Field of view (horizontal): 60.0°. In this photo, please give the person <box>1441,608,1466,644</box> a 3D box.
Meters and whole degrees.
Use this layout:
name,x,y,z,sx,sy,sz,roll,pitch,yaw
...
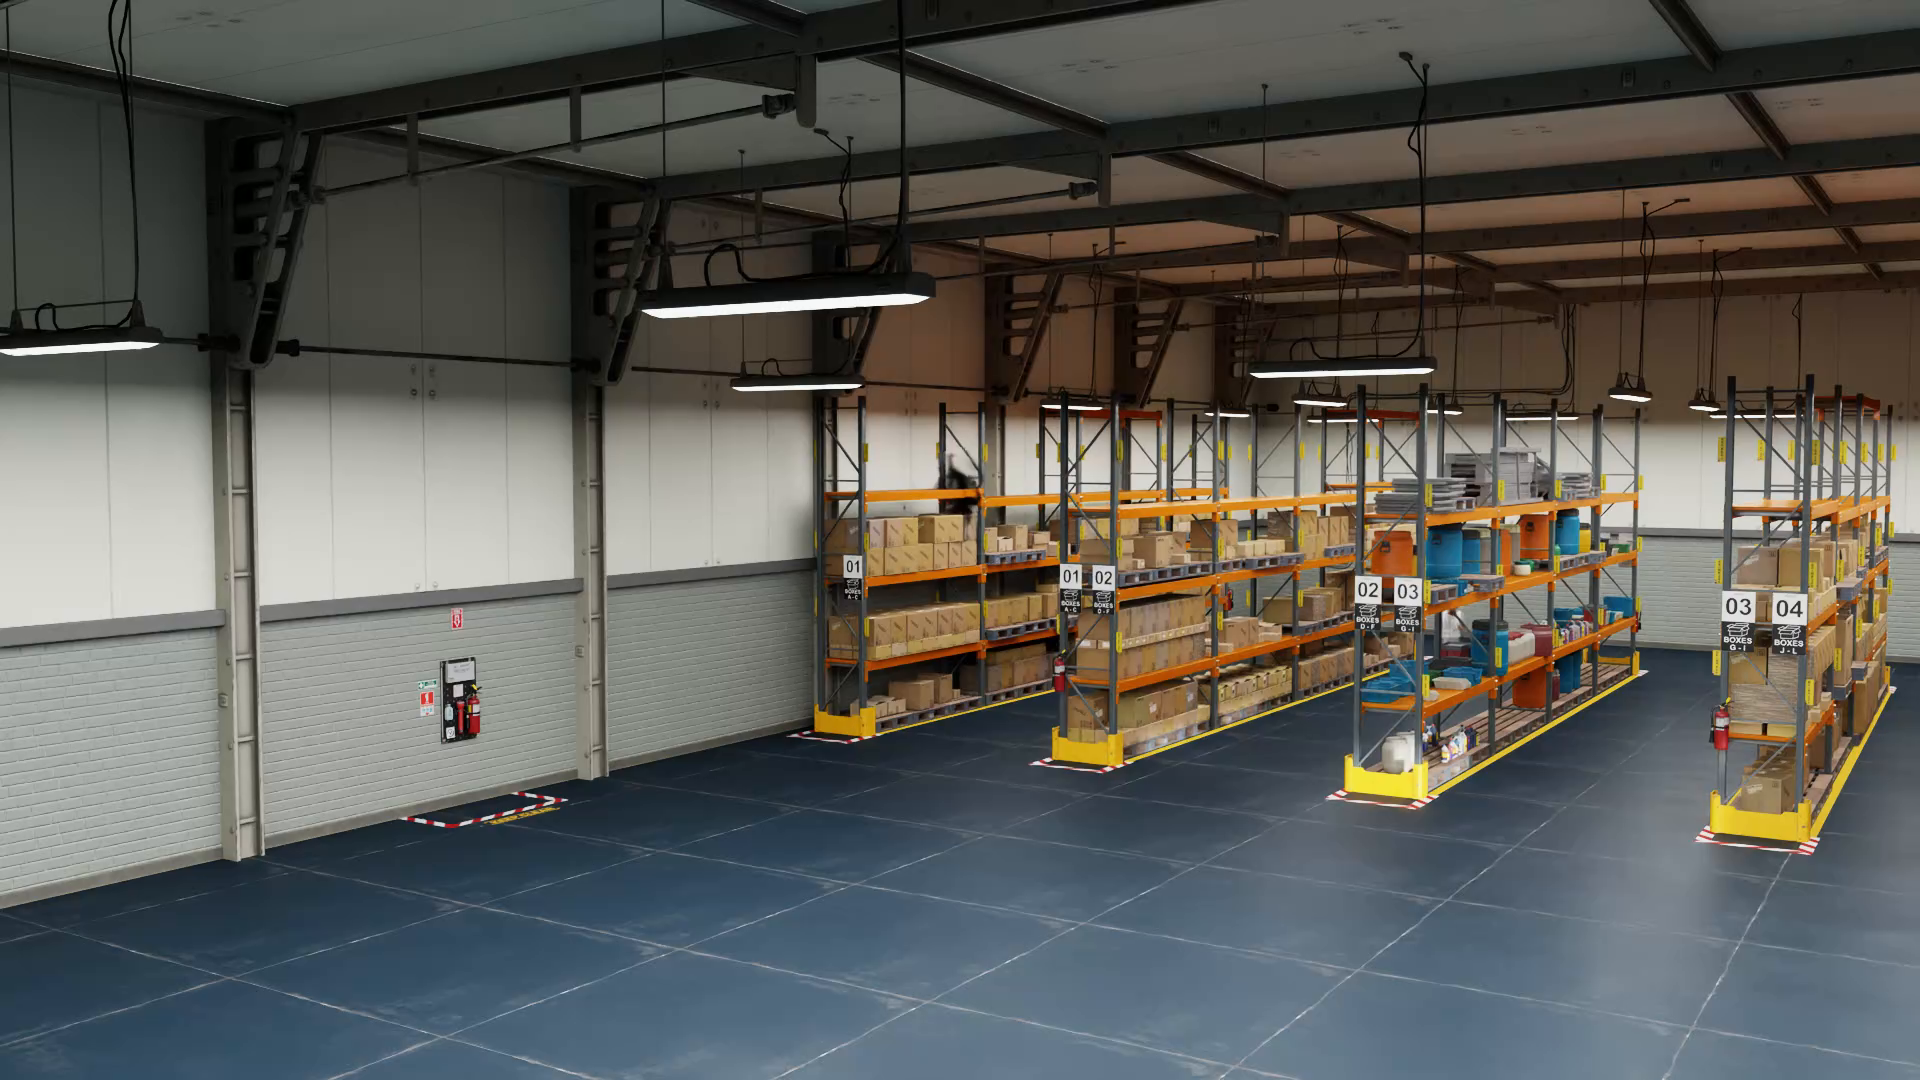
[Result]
name,x,y,z,sx,sy,sz,roll,pitch,yaw
person,10.849,2.184,36.811,0.656,1.806,0.821,1,3,18
